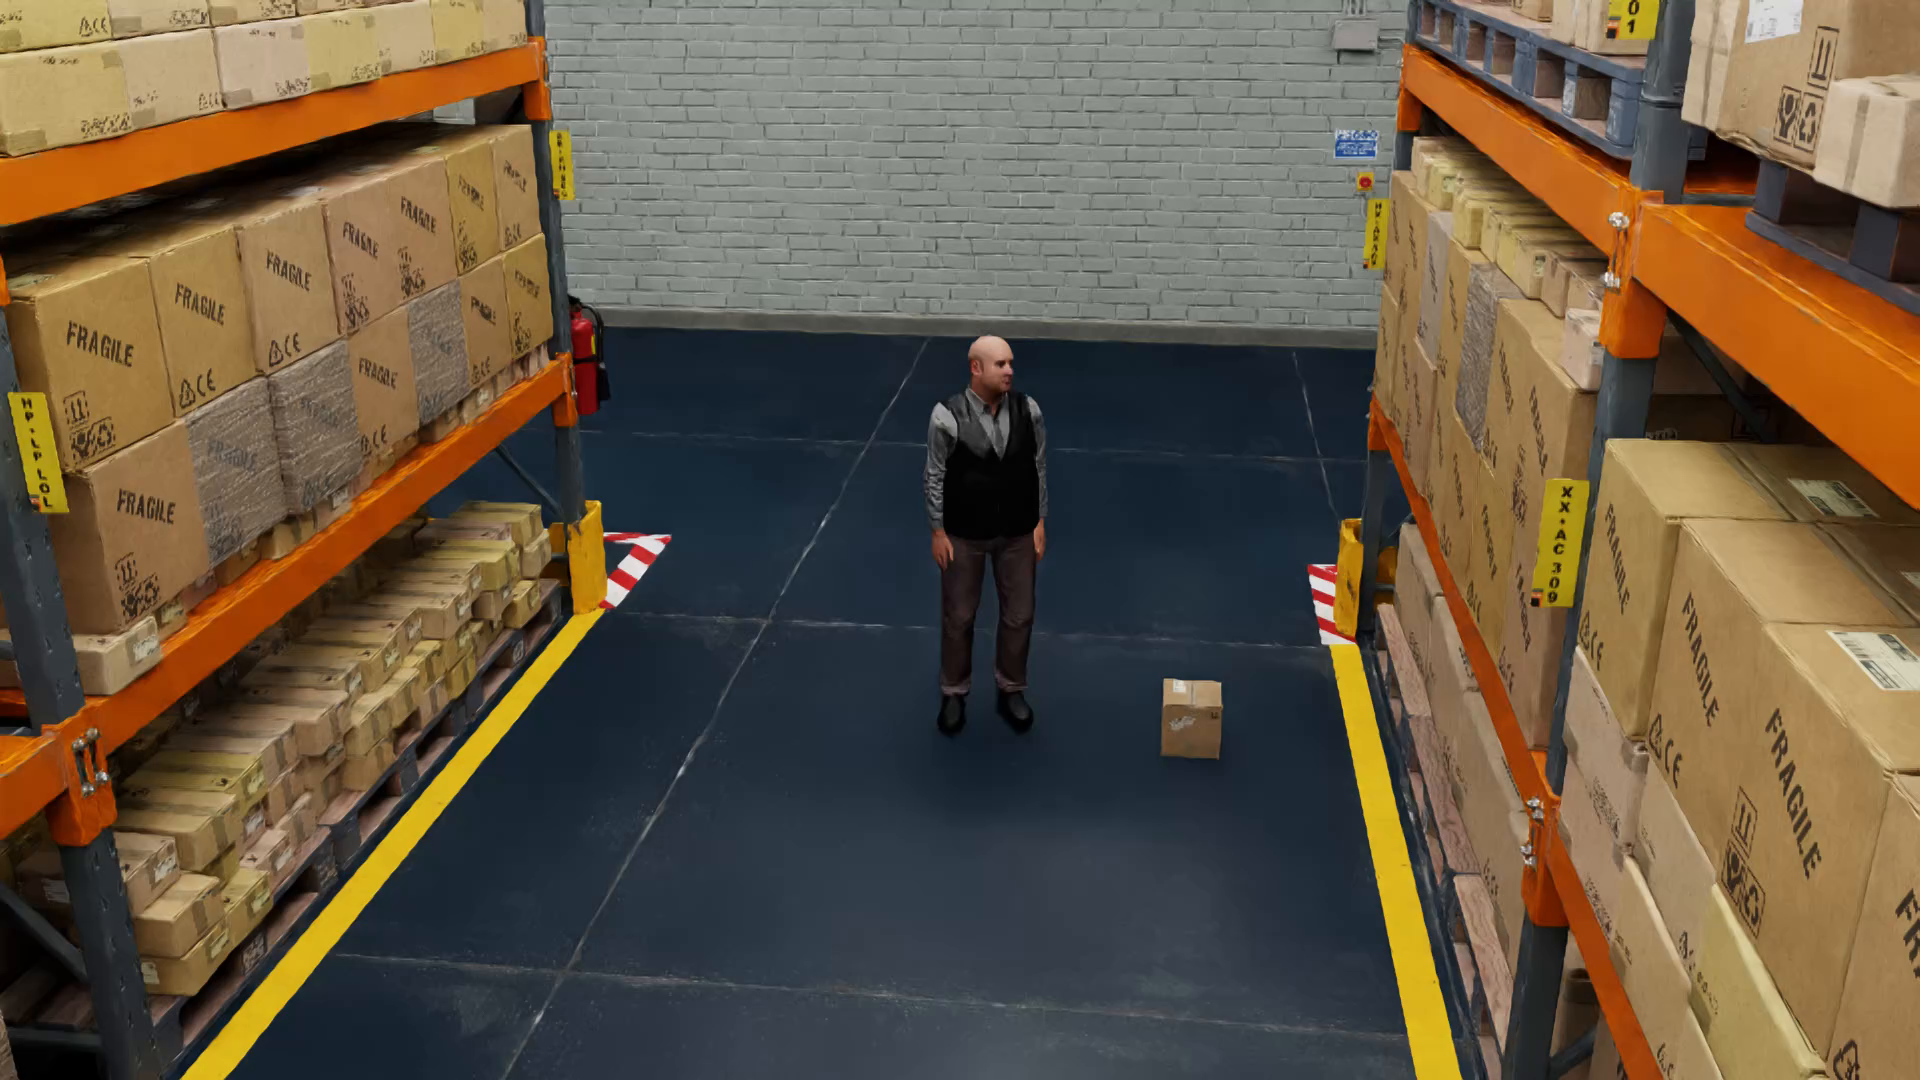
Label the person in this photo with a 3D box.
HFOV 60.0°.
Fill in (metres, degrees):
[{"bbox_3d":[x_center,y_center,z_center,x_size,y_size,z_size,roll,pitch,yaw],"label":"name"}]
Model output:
[{"bbox_3d":[0.118,-0.028,7.135,0.543,1.724,0.375,-6,22,-15],"label":"person"}]
